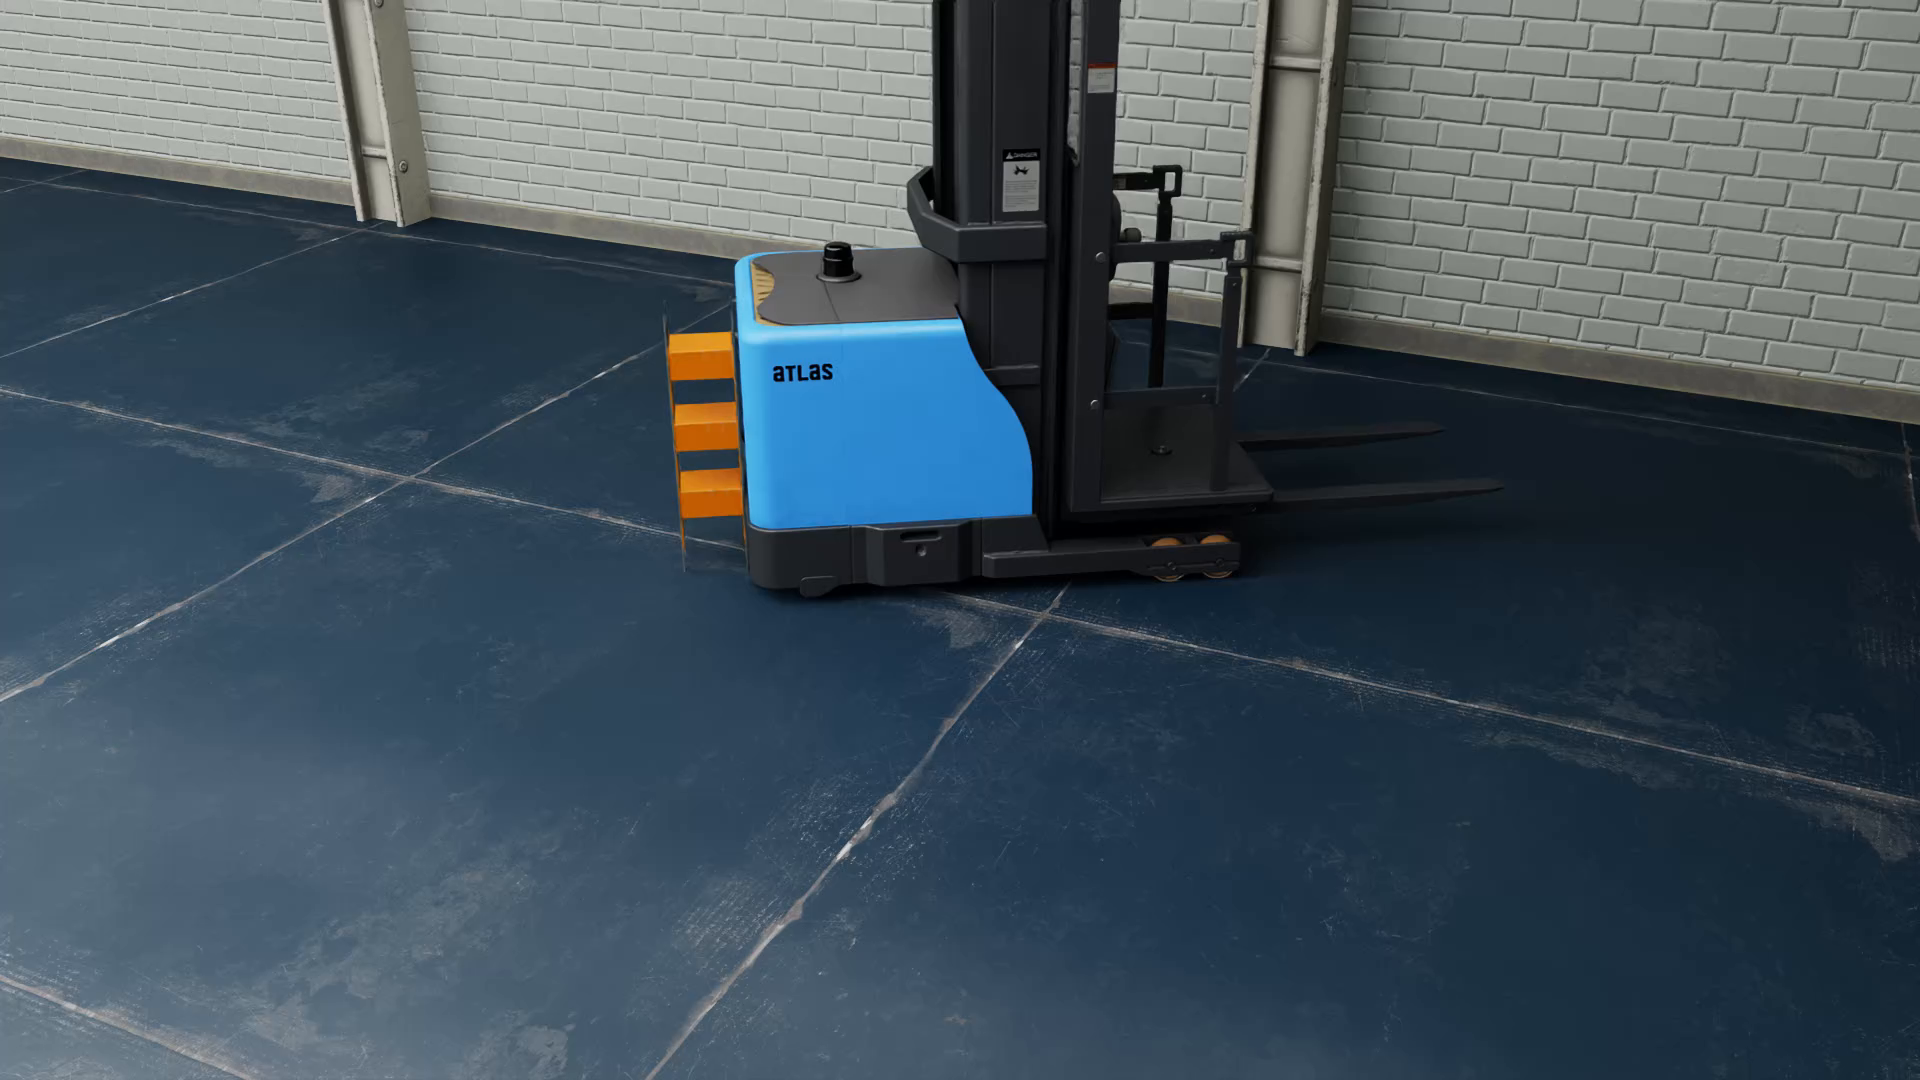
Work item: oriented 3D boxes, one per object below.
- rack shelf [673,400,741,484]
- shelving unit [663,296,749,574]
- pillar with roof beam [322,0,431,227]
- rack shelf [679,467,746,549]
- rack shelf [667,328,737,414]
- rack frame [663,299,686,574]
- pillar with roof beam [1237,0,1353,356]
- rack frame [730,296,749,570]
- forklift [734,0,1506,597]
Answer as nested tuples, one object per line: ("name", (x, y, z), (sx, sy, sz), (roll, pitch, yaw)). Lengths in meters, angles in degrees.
("rack shelf", (-0.966, -0.382, 6.361), (0.240, 0.259, 0.215), (-4, 26, -7))
("shelving unit", (-0.966, -0.391, 6.356), (0.252, 1.050, 0.215), (-4, 26, -7))
("pillar with roof beam", (-5.557, -4.461, 5.622), (0.400, 9.000, 9.100), (11, 28, 22))
("rack shelf", (-0.966, -0.132, 6.483), (0.240, 0.259, 0.215), (-4, 26, -7))
("rack shelf", (-0.966, -0.636, 6.235), (0.240, 0.259, 0.215), (-4, 26, -7))
("rack frame", (-1.087, -0.384, 6.341), (0.008, 1.050, 0.200), (-4, 26, -7))
("pillar with roof beam", (-0.095, -3.364, 3.394), (0.400, 9.000, 9.100), (11, 28, 22))
("rack frame", (-0.845, -0.399, 6.371), (0.008, 1.050, 0.200), (-4, 26, -7))
("forklift", (0.649, -1.382, 6.239), (3.031, 2.935, 1.130), (-4, 26, -7))
